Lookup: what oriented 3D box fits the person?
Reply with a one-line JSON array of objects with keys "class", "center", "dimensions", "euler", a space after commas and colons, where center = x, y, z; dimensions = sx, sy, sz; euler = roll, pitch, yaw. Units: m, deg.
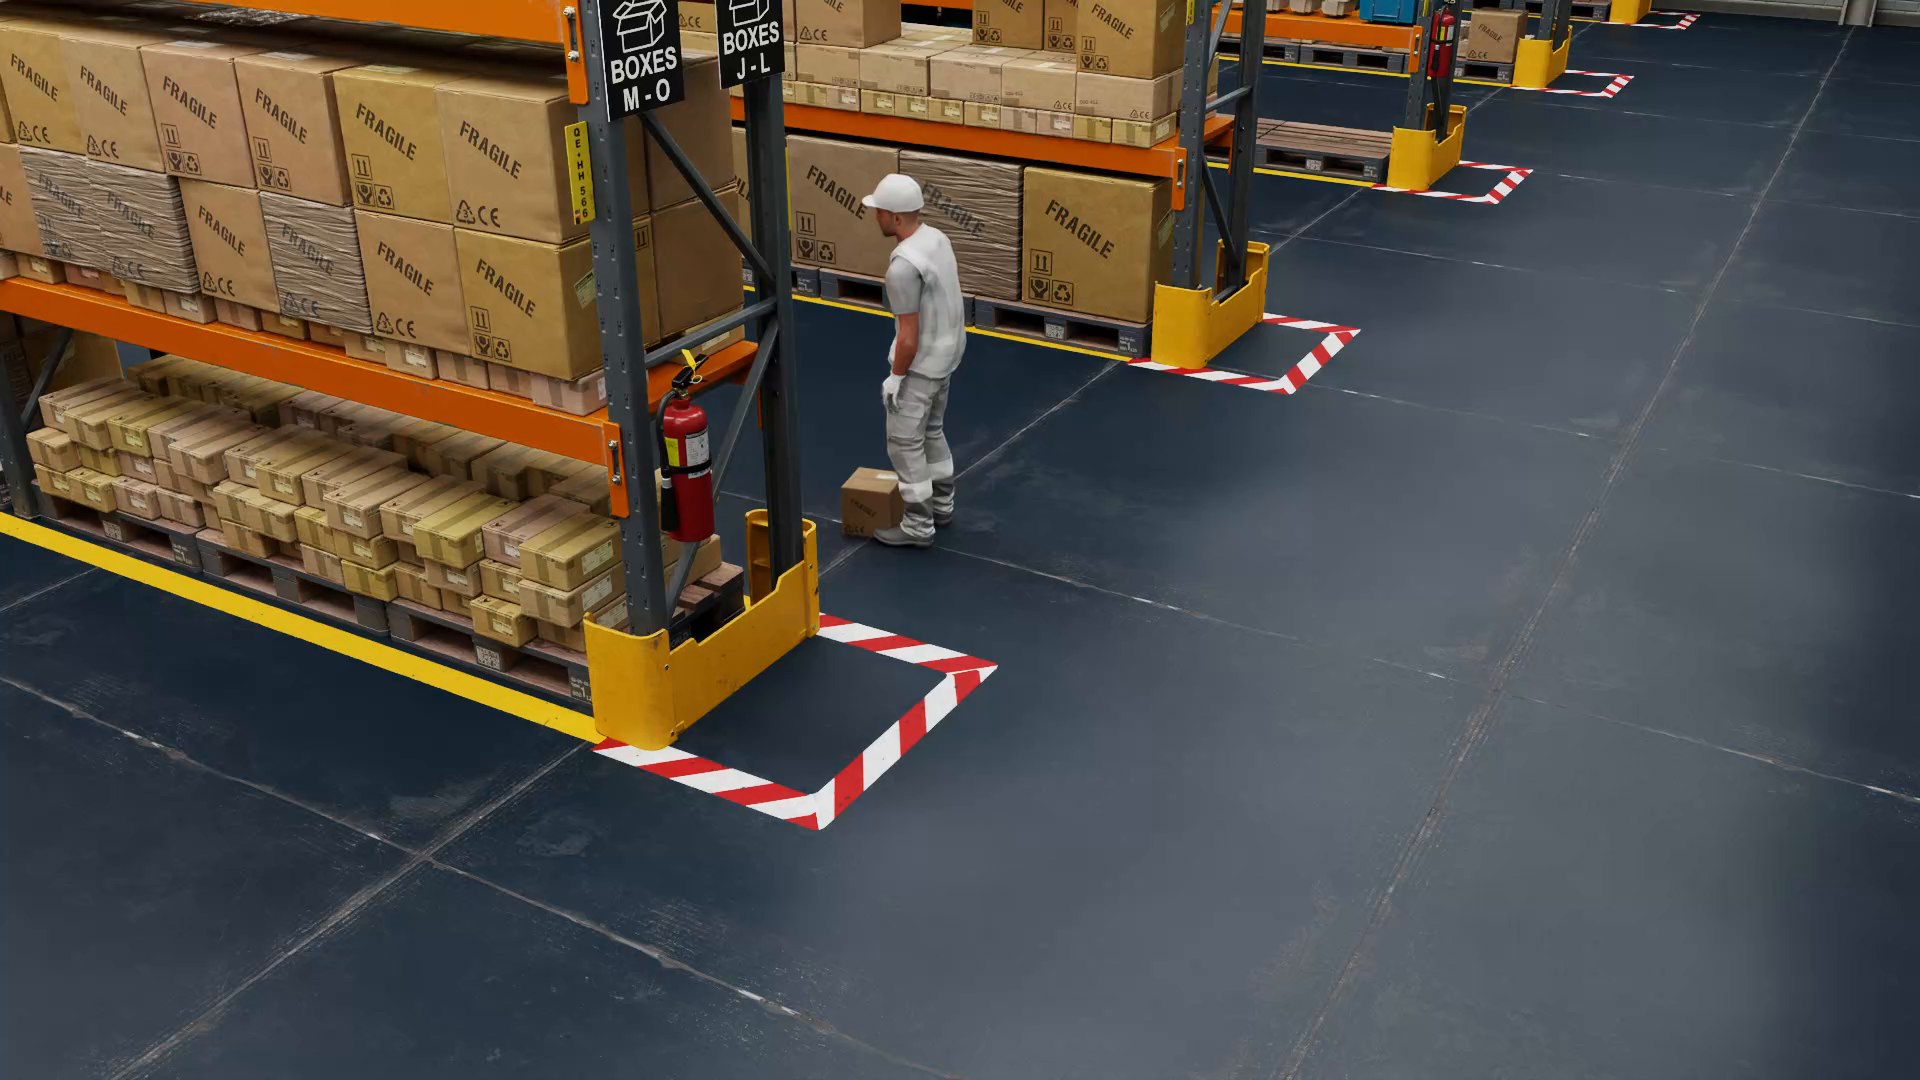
[{"class": "person", "center": [-0.211, -0.825, 7.767], "dimensions": [0.451, 1.778, 0.612], "euler": [9, 28, 17]}]
